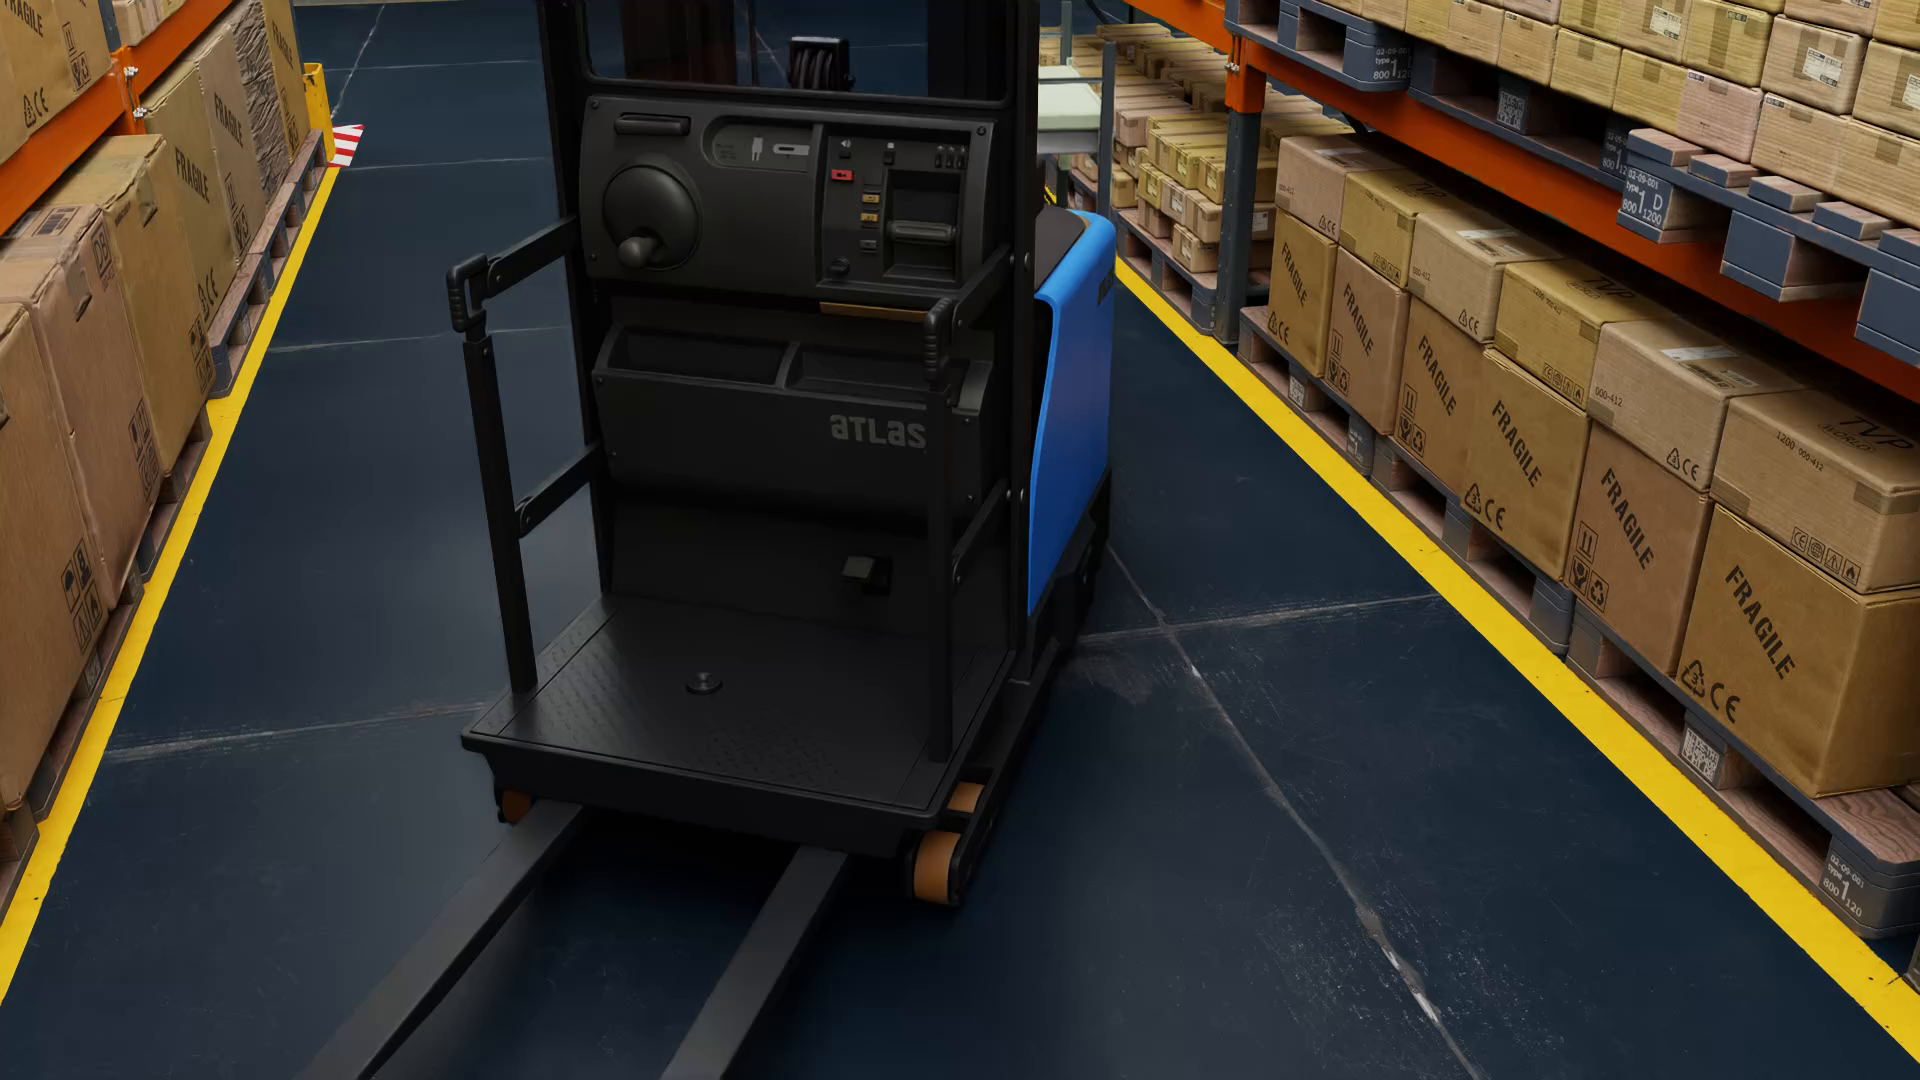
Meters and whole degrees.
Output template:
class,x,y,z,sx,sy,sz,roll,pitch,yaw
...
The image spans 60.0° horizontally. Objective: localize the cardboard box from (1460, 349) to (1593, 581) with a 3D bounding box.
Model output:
class,x,y,z,sx,sy,sz,roll,pitch,yaw
cardboard box,1.801,-0.244,4.713,0.500,0.500,0.500,-7,28,-14

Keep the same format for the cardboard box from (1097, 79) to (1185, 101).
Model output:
class,x,y,z,sx,sy,sz,roll,pitch,yaw
cardboard box,0.903,-2.203,8.323,0.380,0.149,0.250,-6,27,-11

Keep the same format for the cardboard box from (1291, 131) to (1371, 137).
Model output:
class,x,y,z,sx,sy,sz,roll,pitch,yaw
cardboard box,1.671,-1.687,7.301,0.380,0.149,0.250,-5,27,-9

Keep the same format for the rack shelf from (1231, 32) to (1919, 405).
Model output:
class,x,y,z,sx,sy,sz,roll,pitch,yaw
rack shelf,2.002,-1.008,4.717,1.077,0.370,4.000,-6,27,-12

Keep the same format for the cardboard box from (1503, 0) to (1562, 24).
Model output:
class,x,y,z,sx,sy,sz,roll,pitch,yaw
cardboard box,1.605,-1.396,4.170,0.380,0.149,0.250,-5,27,-10

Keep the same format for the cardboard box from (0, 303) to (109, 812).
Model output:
class,x,y,z,sx,sy,sz,roll,pitch,yaw
cardboard box,-2.731,0.072,3.671,1.225,0.875,0.875,-6,27,-11

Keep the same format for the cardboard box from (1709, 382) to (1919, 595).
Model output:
class,x,y,z,sx,sy,sz,roll,pitch,yaw
cardboard box,2.043,-0.131,3.657,0.500,0.250,0.500,-7,28,-13

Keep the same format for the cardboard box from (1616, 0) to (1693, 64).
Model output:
class,x,y,z,sx,sy,sz,roll,pitch,yaw
cardboard box,1.718,-1.172,3.726,0.380,0.149,0.250,-6,27,-11

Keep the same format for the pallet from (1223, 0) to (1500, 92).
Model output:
class,x,y,z,sx,sy,sz,roll,pitch,yaw
pallet,1.582,-1.771,5.644,1.003,0.211,1.213,-6,27,-12

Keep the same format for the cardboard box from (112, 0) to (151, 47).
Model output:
class,x,y,z,sx,sy,sz,roll,pitch,yaw
cardboard box,-3.046,-1.800,5.765,0.380,0.149,0.250,-6,27,-11

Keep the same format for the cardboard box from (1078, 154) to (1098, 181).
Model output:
class,x,y,z,sx,sy,sz,roll,pitch,yaw
cardboard box,0.818,-1.938,8.458,0.380,0.149,0.250,-6,27,-12

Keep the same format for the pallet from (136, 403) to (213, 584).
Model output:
class,x,y,z,sx,sy,sz,roll,pitch,yaw
pallet,-3.056,-0.172,5.357,1.003,0.211,1.213,-6,27,-12

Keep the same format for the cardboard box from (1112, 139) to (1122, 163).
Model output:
class,x,y,z,sx,sy,sz,roll,pitch,yaw
cardboard box,0.942,-1.944,8.140,0.380,0.149,0.250,-7,28,-14

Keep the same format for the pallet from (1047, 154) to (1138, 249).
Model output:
class,x,y,z,sx,sy,sz,roll,pitch,yaw
pallet,1.087,-1.790,8.563,1.003,0.211,1.213,-6,27,-12

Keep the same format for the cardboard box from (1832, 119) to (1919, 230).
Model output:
class,x,y,z,sx,sy,sz,roll,pitch,yaw
cardboard box,1.894,-0.697,3.114,0.380,0.149,0.250,-5,27,-11

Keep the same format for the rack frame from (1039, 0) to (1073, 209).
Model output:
class,x,y,z,sx,sy,sz,roll,pitch,yaw
rack frame,0.165,-1.062,5.689,0.400,1.500,0.023,-3,27,-5

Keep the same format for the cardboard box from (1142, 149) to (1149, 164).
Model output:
class,x,y,z,sx,sy,sz,roll,pitch,yaw
cardboard box,1.059,-1.714,7.685,0.380,0.149,0.250,-6,27,-11

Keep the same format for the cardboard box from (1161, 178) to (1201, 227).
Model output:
class,x,y,z,sx,sy,sz,roll,pitch,yaw
cardboard box,1.098,-1.478,7.218,0.380,0.149,0.250,-7,28,-14

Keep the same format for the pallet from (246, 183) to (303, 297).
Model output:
class,x,y,z,sx,sy,sz,roll,pitch,yaw
pallet,-3.677,-1.382,7.753,1.003,0.211,1.213,-6,27,-12

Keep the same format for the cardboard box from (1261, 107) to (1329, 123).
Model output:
class,x,y,z,sx,sy,sz,roll,pitch,yaw
cardboard box,1.485,-1.905,7.733,0.380,0.149,0.250,-7,28,-13

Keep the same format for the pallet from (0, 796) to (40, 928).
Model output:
class,x,y,z,sx,sy,sz,roll,pitch,yaw
pallet,-2.507,0.899,3.235,1.003,0.211,1.213,-6,27,-12

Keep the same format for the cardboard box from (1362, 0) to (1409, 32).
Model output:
class,x,y,z,sx,sy,sz,roll,pitch,yaw
cardboard box,1.426,-1.610,4.923,0.380,0.149,0.250,-7,28,-14

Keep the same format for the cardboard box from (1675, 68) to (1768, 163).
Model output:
class,x,y,z,sx,sy,sz,roll,pitch,yaw
cardboard box,1.781,-0.919,3.554,0.380,0.149,0.250,-5,27,-11

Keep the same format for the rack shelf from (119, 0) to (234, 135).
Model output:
class,x,y,z,sx,sy,sz,roll,pitch,yaw
rack shelf,-3.755,-2.305,7.286,1.077,0.370,4.000,-6,27,-12

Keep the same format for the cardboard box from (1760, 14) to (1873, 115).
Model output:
class,x,y,z,sx,sy,sz,roll,pitch,yaw
cardboard box,1.836,-0.947,3.280,0.380,0.149,0.250,-5,27,-10

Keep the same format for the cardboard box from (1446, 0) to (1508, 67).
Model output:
class,x,y,z,sx,sy,sz,roll,pitch,yaw
cardboard box,1.545,-1.379,4.467,0.380,0.149,0.250,-7,28,-14

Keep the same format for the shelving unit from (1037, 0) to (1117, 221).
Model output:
class,x,y,z,sx,sy,sz,roll,pitch,yaw
shelving unit,0.204,-0.898,5.364,0.431,1.500,0.755,-3,27,-5

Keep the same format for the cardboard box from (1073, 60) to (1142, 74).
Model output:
class,x,y,z,sx,sy,sz,roll,pitch,yaw
cardboard box,0.738,-2.424,8.760,0.380,0.149,0.250,-5,27,-10

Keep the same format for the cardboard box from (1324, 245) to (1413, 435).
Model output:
class,x,y,z,sx,sy,sz,roll,pitch,yaw
cardboard box,1.580,-0.696,5.607,0.500,0.500,0.500,-5,27,-9

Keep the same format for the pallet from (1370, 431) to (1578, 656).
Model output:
class,x,y,z,sx,sy,sz,roll,pitch,yaw
pallet,2.007,-0.084,5.183,1.003,0.211,1.213,-6,27,-12

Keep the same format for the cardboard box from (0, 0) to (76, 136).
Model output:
class,x,y,z,sx,sy,sz,roll,pitch,yaw
cardboard box,-2.828,-1.397,4.578,0.500,0.500,0.500,-5,27,-10

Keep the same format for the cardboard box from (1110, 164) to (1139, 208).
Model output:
class,x,y,z,sx,sy,sz,roll,pitch,yaw
cardboard box,0.898,-1.714,8.015,0.380,0.149,0.250,-6,27,-12

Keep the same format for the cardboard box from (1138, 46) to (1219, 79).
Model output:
class,x,y,z,sx,sy,sz,roll,pitch,yaw
cardboard box,1.196,-2.600,9.110,0.380,0.149,0.250,-7,28,-14

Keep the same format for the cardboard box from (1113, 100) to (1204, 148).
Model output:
class,x,y,z,sx,sy,sz,roll,pitch,yaw
cardboard box,0.925,-1.966,7.853,0.380,0.149,0.250,-7,28,-14

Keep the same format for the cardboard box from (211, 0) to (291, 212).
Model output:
class,x,y,z,sx,sy,sz,roll,pitch,yaw
cardboard box,-3.778,-2.071,7.916,0.875,0.875,0.875,-6,27,-12

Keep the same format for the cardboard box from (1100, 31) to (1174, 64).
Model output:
class,x,y,z,sx,sy,sz,roll,pitch,yaw
cardboard box,1.017,-2.821,9.548,0.380,0.149,0.250,-5,27,-11

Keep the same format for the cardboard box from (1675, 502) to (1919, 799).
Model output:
class,x,y,z,sx,sy,sz,roll,pitch,yaw
cardboard box,2.050,0.215,3.804,0.500,0.500,0.500,-6,27,-12

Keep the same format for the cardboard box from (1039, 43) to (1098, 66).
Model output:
class,x,y,z,sx,sy,sz,roll,pitch,yaw
cardboard box,0.548,-2.647,9.203,0.380,0.149,0.250,-6,27,-12

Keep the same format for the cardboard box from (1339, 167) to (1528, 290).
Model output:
class,x,y,z,sx,sy,sz,roll,pitch,yaw
cardboard box,1.583,-1.029,5.435,0.500,0.250,0.500,-5,27,-10

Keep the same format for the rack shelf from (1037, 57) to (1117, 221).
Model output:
class,x,y,z,sx,sy,sz,roll,pitch,yaw
rack shelf,0.204,-1.246,5.188,0.431,0.370,0.720,-3,27,-5

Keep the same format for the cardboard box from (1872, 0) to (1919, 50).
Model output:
class,x,y,z,sx,sy,sz,roll,pitch,yaw
cardboard box,1.896,-0.961,2.977,0.380,0.149,0.250,-7,28,-14

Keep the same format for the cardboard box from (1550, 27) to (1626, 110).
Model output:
class,x,y,z,sx,sy,sz,roll,pitch,yaw
cardboard box,1.666,-1.146,4.005,0.380,0.149,0.250,-7,28,-14

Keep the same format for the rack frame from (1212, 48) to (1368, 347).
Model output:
class,x,y,z,sx,sy,sz,roll,pitch,yaw
rack frame,1.551,-2.207,6.294,1.000,3.000,0.127,-6,27,-12

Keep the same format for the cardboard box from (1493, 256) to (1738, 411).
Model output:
class,x,y,z,sx,sy,sz,roll,pitch,yaw
cardboard box,1.820,-0.577,4.539,0.500,0.250,0.500,-5,27,-10

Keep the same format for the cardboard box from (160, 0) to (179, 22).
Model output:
class,x,y,z,sx,sy,sz,roll,pitch,yaw
cardboard box,-3.166,-2.030,6.223,0.380,0.149,0.250,-5,27,-10

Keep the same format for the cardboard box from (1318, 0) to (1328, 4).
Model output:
class,x,y,z,sx,sy,sz,roll,pitch,yaw
cardboard box,1.313,-1.832,5.363,0.380,0.149,0.250,-6,27,-11

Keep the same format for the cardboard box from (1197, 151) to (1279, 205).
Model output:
class,x,y,z,sx,sy,sz,roll,pitch,yaw
cardboard box,1.218,-1.517,6.965,0.380,0.149,0.250,-5,27,-10

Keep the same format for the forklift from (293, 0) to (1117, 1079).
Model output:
class,x,y,z,sx,sy,sz,roll,pitch,yaw
forklift,-0.442,-0.703,3.390,1.130,2.935,3.031,7,28,14

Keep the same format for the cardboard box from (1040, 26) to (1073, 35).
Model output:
class,x,y,z,sx,sy,sz,roll,pitch,yaw
cardboard box,0.437,-2.879,9.663,0.380,0.149,0.250,-7,28,-14

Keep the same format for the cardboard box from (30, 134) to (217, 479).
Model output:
class,x,y,z,sx,sy,sz,roll,pitch,yaw
cardboard box,-3.140,-0.708,5.216,1.225,0.875,0.875,-6,27,-11

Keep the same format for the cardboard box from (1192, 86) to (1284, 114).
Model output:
class,x,y,z,sx,sy,sz,roll,pitch,yaw
cardboard box,1.366,-2.136,8.191,0.380,0.149,0.250,-7,28,-14

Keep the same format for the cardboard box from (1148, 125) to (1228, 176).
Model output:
class,x,y,z,sx,sy,sz,roll,pitch,yaw
cardboard box,1.058,-1.734,7.394,0.380,0.149,0.250,-6,27,-12

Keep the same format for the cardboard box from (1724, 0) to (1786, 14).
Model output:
class,x,y,z,sx,sy,sz,roll,pitch,yaw
cardboard box,1.782,-1.186,3.424,0.380,0.149,0.250,-5,27,-10

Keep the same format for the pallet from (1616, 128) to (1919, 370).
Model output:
class,x,y,z,sx,sy,sz,roll,pitch,yaw
pallet,2.188,-0.668,3.457,1.213,0.211,1.003,-6,27,-12

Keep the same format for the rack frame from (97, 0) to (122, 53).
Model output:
class,x,y,z,sx,sy,sz,roll,pitch,yaw
rack frame,-3.304,-1.748,5.384,1.000,3.000,0.127,-6,27,-12

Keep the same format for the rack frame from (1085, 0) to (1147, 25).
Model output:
class,x,y,z,sx,sy,sz,roll,pitch,yaw
rack frame,0.650,-3.963,9.773,1.000,3.000,0.127,-6,27,-12

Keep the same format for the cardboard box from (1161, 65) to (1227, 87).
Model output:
class,x,y,z,sx,sy,sz,roll,pitch,yaw
cardboard box,1.262,-2.361,8.636,0.380,0.149,0.250,-7,28,-13

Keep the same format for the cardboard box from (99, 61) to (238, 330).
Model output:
class,x,y,z,sx,sy,sz,roll,pitch,yaw
cardboard box,-3.375,-1.285,6.359,0.875,0.875,0.875,-6,27,-12

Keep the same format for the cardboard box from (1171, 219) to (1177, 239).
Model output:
class,x,y,z,sx,sy,sz,roll,pitch,yaw
cardboard box,1.154,-1.382,7.357,0.380,0.149,0.250,-5,27,-10
